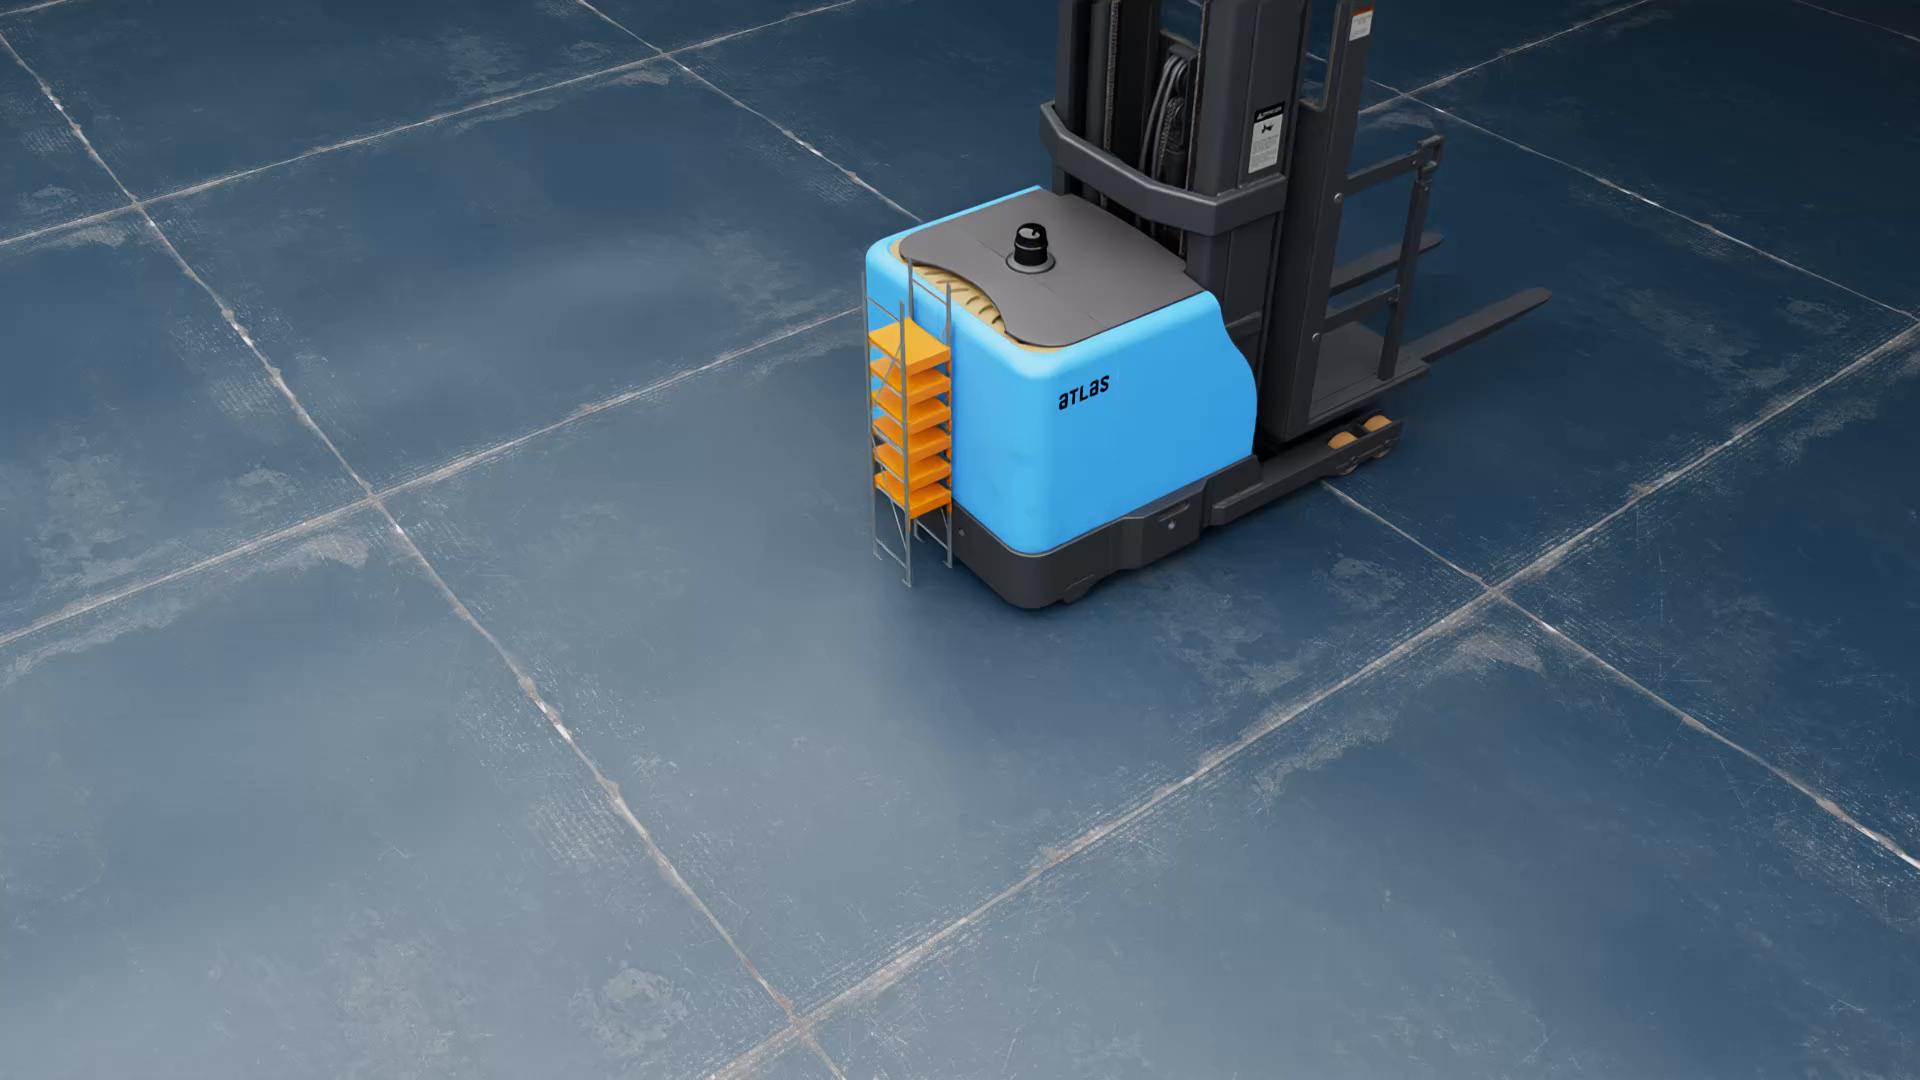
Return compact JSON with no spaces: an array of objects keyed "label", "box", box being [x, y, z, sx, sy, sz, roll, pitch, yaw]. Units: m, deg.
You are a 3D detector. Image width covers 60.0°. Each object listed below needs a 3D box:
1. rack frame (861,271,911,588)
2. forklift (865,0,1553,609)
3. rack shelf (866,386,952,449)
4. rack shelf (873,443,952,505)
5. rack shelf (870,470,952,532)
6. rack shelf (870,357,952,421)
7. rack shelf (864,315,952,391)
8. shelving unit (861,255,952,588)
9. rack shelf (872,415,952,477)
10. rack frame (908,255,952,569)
[{"label":"rack frame","box":[-0.250,-0.351,5.732,0.006,1.200,0.240,-25,45,-27]},{"label":"forklift","box":[1.146,-1.640,5.938,3.031,2.935,1.130,-25,45,-27]},{"label":"rack shelf","box":[-0.175,-0.443,5.725,0.180,0.103,0.258,-25,45,-27]},{"label":"rack shelf","box":[-0.175,-0.258,5.877,0.180,0.103,0.258,-25,45,-27]},{"label":"rack shelf","box":[-0.175,-0.165,5.953,0.180,0.103,0.258,-25,45,-27]},{"label":"rack shelf","box":[-0.176,-0.536,5.649,0.180,0.103,0.258,-25,45,-27]},{"label":"rack shelf","box":[-0.176,-0.629,5.573,0.180,0.103,0.258,-25,45,-27]},{"label":"shelving unit","box":[-0.175,-0.385,5.773,0.189,1.200,0.258,-25,45,-27]},{"label":"rack shelf","box":[-0.175,-0.350,5.801,0.180,0.103,0.258,-25,45,-27]},{"label":"rack frame","box":[-0.101,-0.419,5.814,0.006,1.200,0.240,-25,45,-27]}]
